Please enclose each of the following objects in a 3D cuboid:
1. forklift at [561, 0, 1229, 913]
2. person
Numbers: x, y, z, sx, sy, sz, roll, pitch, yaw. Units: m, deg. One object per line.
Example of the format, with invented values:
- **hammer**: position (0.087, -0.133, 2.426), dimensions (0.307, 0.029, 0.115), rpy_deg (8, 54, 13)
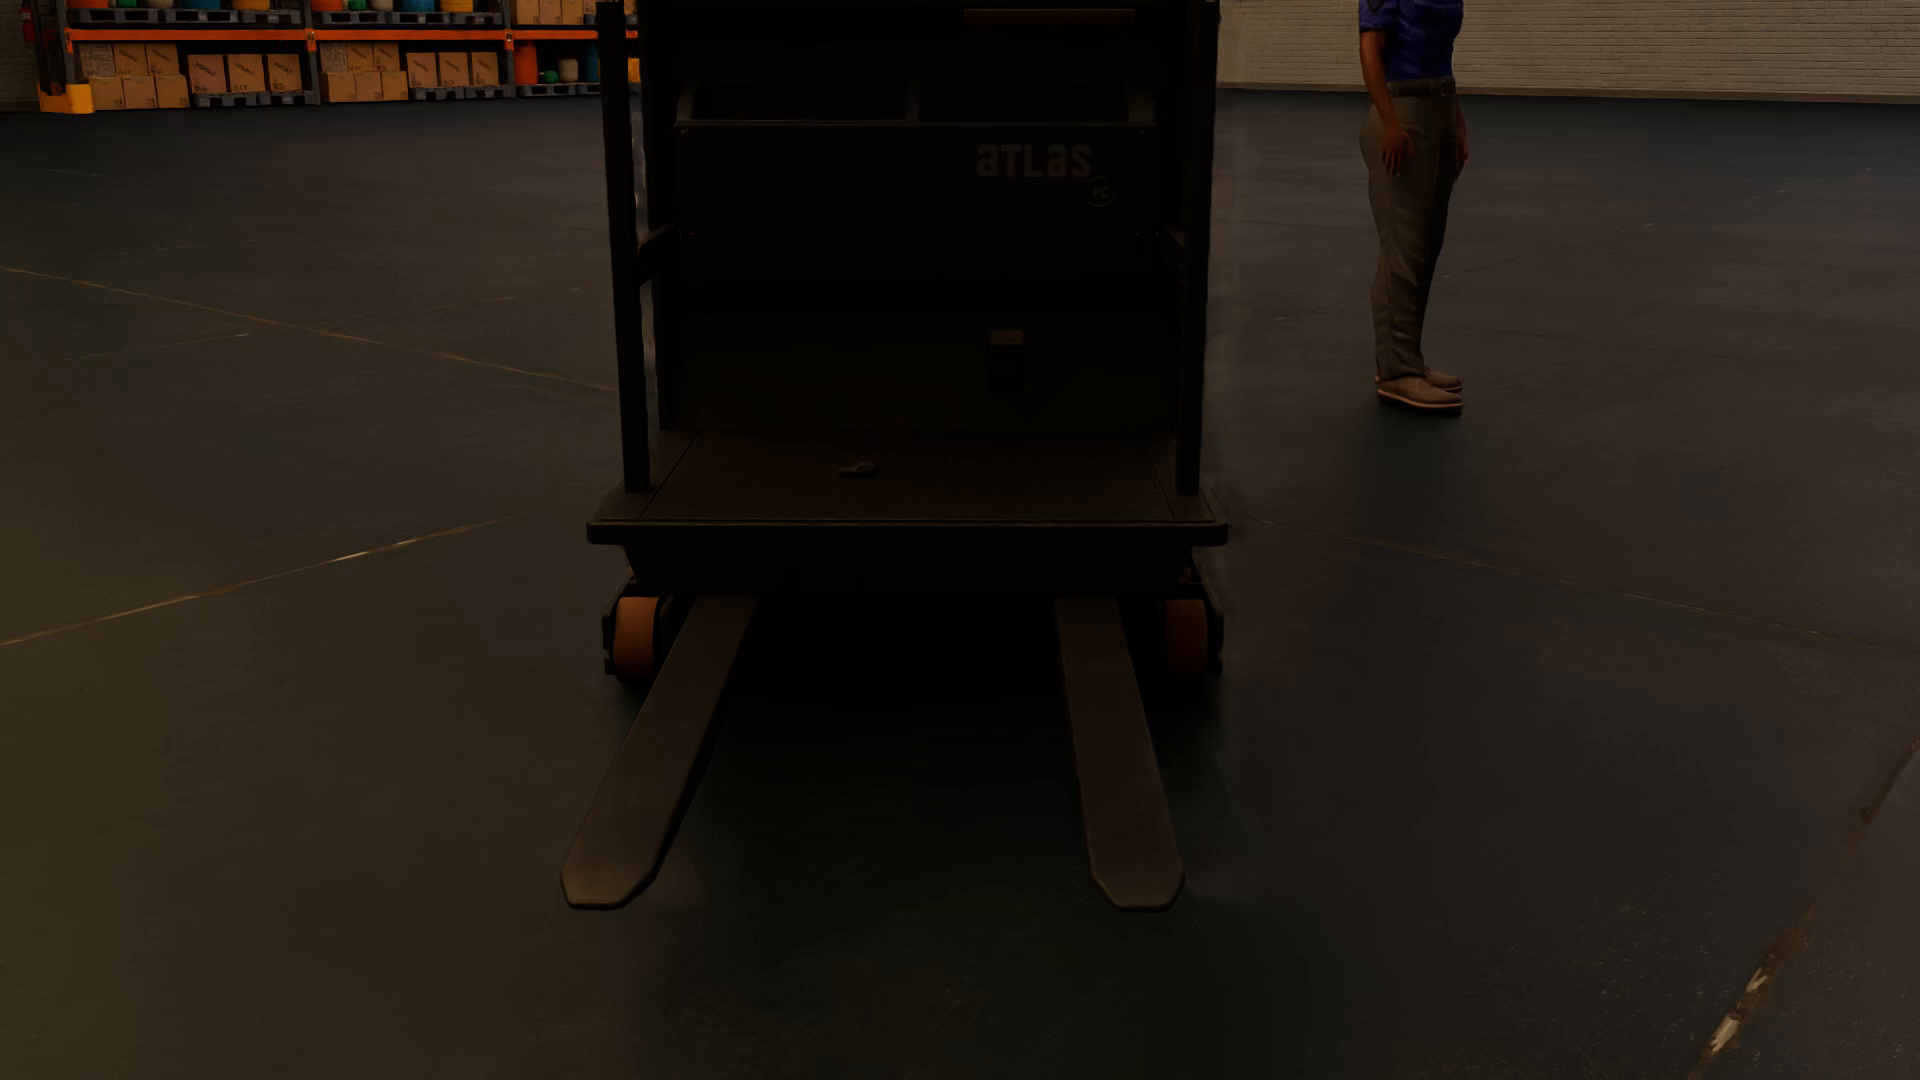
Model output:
- **forklift**: position (-0.085, -1.224, 2.928), dimensions (1.130, 2.935, 3.031), rpy_deg (0, 17, 1)
- **person**: position (1.524, -1.286, 5.309), dimensions (0.505, 1.656, 0.563), rpy_deg (14, 22, 38)
